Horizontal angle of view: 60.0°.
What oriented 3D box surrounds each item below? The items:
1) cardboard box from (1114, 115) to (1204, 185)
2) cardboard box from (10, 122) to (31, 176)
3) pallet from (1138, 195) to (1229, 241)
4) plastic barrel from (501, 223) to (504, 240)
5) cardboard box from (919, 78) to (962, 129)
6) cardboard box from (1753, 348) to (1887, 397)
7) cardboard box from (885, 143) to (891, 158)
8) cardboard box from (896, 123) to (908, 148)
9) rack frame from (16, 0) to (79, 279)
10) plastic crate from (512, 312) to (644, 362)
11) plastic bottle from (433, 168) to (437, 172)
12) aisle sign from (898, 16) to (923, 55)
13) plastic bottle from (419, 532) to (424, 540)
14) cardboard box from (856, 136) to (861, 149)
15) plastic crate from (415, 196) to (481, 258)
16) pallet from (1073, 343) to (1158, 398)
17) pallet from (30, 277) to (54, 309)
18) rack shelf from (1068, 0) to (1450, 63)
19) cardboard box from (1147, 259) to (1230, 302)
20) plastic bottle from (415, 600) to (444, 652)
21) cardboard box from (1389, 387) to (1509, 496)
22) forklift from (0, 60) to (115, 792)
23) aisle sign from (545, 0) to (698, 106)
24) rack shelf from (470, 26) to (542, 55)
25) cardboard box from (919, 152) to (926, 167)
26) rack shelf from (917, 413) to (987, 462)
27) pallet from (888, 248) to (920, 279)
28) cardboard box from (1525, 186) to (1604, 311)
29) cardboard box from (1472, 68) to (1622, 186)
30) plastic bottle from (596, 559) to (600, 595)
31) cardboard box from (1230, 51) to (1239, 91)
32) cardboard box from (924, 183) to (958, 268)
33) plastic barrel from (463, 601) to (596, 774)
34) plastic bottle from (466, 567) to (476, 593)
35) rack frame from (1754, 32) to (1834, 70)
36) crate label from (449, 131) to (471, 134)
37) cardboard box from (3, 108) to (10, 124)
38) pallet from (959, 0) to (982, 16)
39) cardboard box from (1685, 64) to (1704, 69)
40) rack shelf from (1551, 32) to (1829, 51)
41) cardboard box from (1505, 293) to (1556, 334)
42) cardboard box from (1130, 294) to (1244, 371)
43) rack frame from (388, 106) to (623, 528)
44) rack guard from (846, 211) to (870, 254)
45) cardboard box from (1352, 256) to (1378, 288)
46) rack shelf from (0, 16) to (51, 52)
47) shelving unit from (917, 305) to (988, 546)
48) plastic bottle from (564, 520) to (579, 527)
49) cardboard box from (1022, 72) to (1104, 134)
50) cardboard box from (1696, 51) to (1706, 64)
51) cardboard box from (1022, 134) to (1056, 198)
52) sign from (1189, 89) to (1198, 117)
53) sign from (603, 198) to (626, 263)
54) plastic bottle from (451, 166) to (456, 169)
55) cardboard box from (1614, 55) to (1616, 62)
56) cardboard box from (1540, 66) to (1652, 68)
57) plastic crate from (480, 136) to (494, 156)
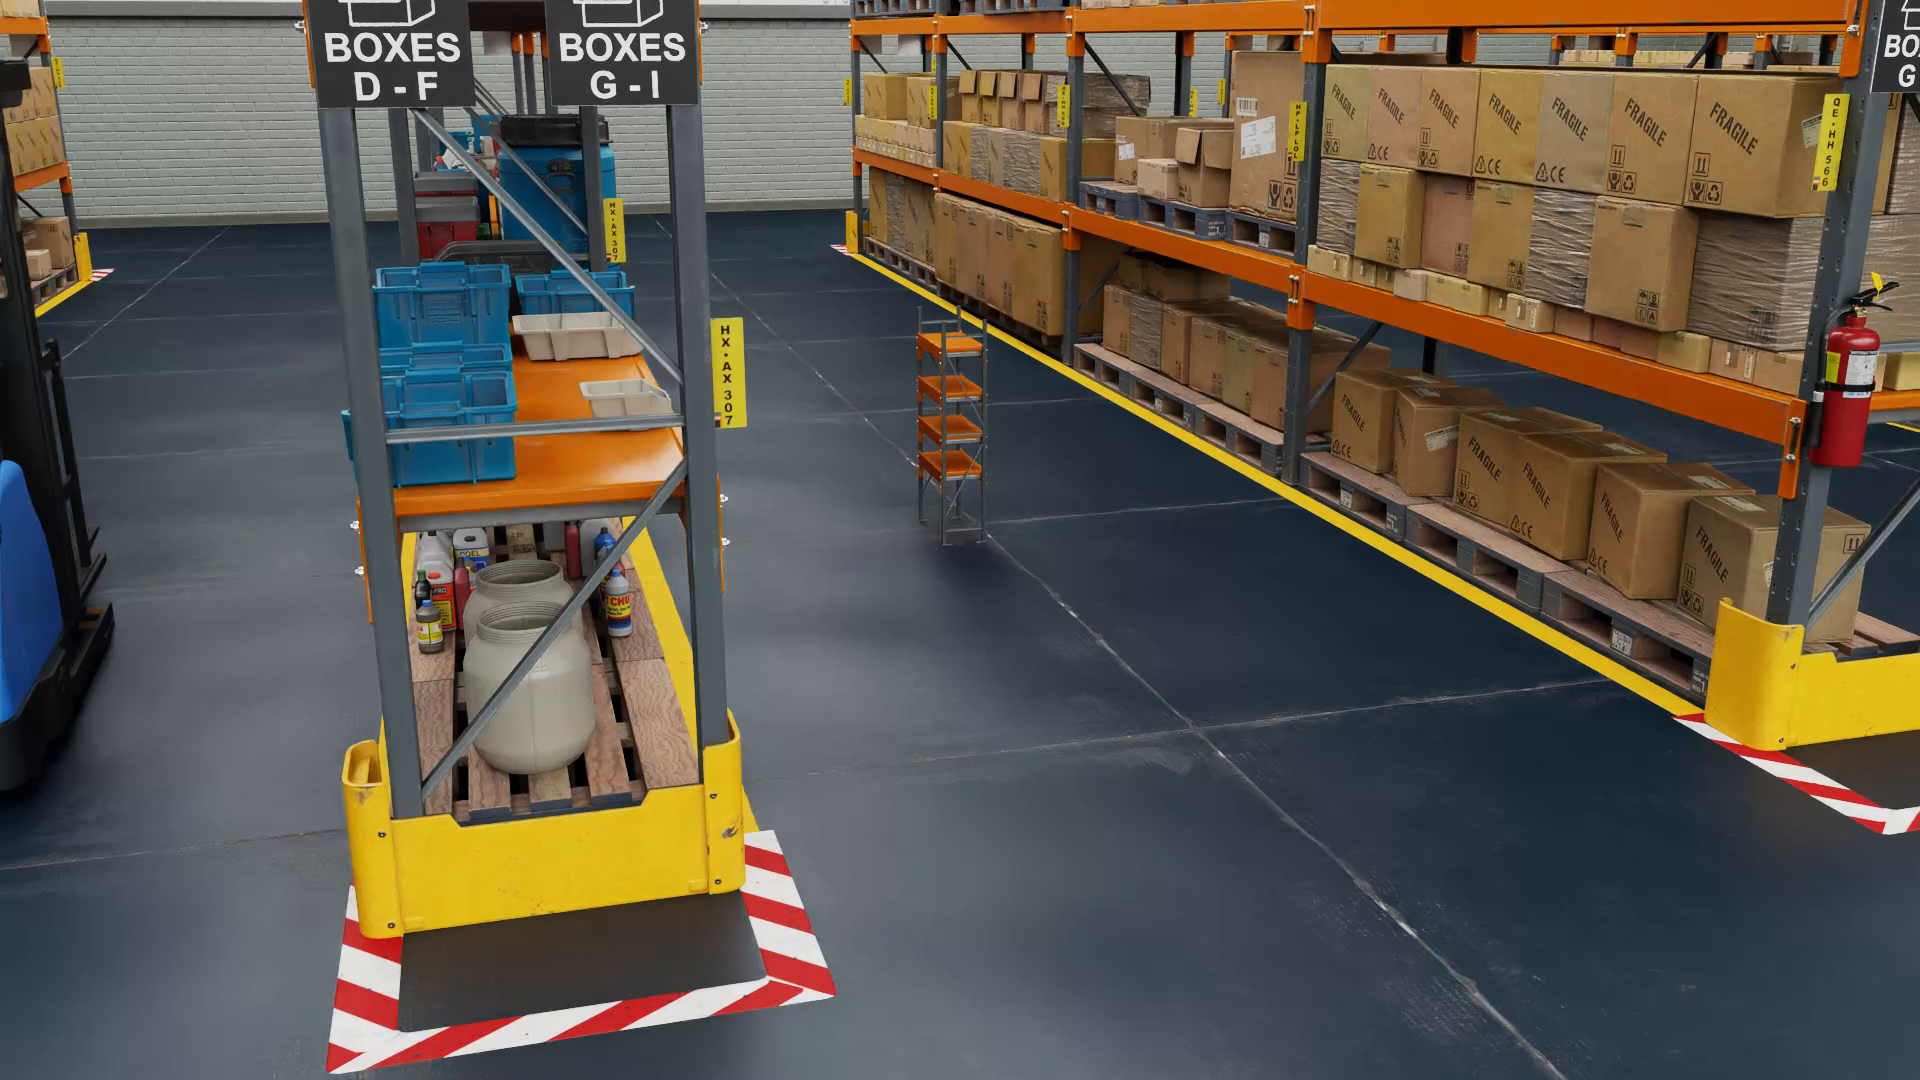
[{"bbox_3d":[1.538,-3.022,12.895,0.500,0.500,0.500,-7,18,-22],"label":"cardboard box"},{"bbox_3d":[-9.573,-3.874,16.462,0.500,0.500,0.500,-5,17,-16],"label":"cardboard box"},{"bbox_3d":[1.934,-2.283,11.672,1.003,0.211,1.213,-5,17,-15],"label":"pallet"},{"bbox_3d":[-2.528,-1.733,9.748,0.301,0.262,0.301,0,17,0],"label":"plastic barrel"},{"bbox_3d":[-0.132,-4.561,17.363,0.500,0.500,0.500,-4,17,-14],"label":"cardboard box"},{"bbox_3d":[3.273,-0.648,6.334,0.380,0.149,0.250,-5,17,-15],"label":"cardboard box"},{"bbox_3d":[-0.644,-4.462,19.029,0.380,0.149,0.250,-5,17,-17],"label":"cardboard box"},{"bbox_3d":[-0.407,-4.482,18.402,0.500,0.250,0.500,-4,17,-14],"label":"cardboard box"},{"bbox_3d":[-10.374,-4.350,18.219,1.000,3.000,0.127,-5,17,-15],"label":"rack frame"},{"bbox_3d":[-1.622,-0.866,7.078,0.530,0.136,0.437,-5,17,-15],"label":"plastic crate"},{"bbox_3d":[-4.247,-2.866,13.482,0.061,0.283,0.133,-5,17,-15],"label":"plastic bottle"},{"bbox_3d":[-0.579,-6.421,20.594,0.394,0.787,0.004,-5,17,-15],"label":"aisle sign"},{"bbox_3d":[-2.432,0.026,7.607,0.061,0.283,0.133,-4,17,-13],"label":"plastic bottle"},{"bbox_3d":[-1.067,-4.887,20.445,0.380,0.149,0.250,-4,17,-15],"label":"cardboard box"},{"bbox_3d":[-2.739,-1.562,8.825,0.402,0.464,0.583,-5,17,-15],"label":"plastic crate"},{"bbox_3d":[1.564,-1.367,13.137,1.003,0.211,1.213,-5,17,-15],"label":"pallet"},{"bbox_3d":[-9.801,-2.436,16.695,1.003,0.211,1.213,-5,17,-15],"label":"pallet"},{"bbox_3d":[1.900,-3.458,11.286,1.077,0.370,4.000,-5,17,-15],"label":"rack shelf"},{"bbox_3d":[1.719,-1.963,12.550,0.500,0.250,0.500,-3,17,-9],"label":"cardboard box"},{"bbox_3d":[-2.139,0.341,6.701,0.097,0.201,0.097,0,17,0],"label":"plastic bottle"},{"bbox_3d":[2.686,-0.545,9.168,0.500,0.500,0.500,1,17,2],"label":"cardboard box"},{"bbox_3d":[-4.233,-0.830,6.619,1.130,2.935,3.031,-5,18,-17],"label":"forklift"},{"bbox_3d":[-0.911,-1.563,4.422,0.394,0.787,0.004,-5,17,-15],"label":"aisle sign"},{"bbox_3d":[-3.961,-4.173,13.666,1.077,0.370,4.000,-5,17,-15],"label":"rack shelf"},{"bbox_3d":[-0.218,-4.035,17.608,0.380,0.149,0.250,-4,17,-14],"label":"cardboard box"},{"bbox_3d":[-0.045,-0.556,8.951,0.258,0.148,0.480,-5,17,-15],"label":"rack shelf"},{"bbox_3d":[-0.221,-3.245,19.387,1.003,0.211,1.213,-5,17,-15],"label":"pallet"},{"bbox_3d":[3.076,-1.321,7.446,0.875,0.500,0.500,-5,17,-15],"label":"cardboard box"},{"bbox_3d":[2.753,-1.923,7.712,0.500,0.500,0.500,-5,17,-15],"label":"cardboard box"},{"bbox_3d":[-1.560,0.139,7.375,0.097,0.201,0.097,0,17,0],"label":"plastic bottle"},{"bbox_3d":[3.817,-6.020,21.351,0.500,0.500,0.500,-5,17,-16],"label":"cardboard box"},{"bbox_3d":[0.147,-3.398,18.014,0.875,0.875,0.875,-5,17,-15],"label":"cardboard box"},{"bbox_3d":[-1.467,0.500,5.669,0.421,0.512,0.421,0,17,0],"label":"plastic barrel"},{"bbox_3d":[-2.105,0.216,7.118,0.097,0.201,0.097,0,17,0],"label":"plastic bottle"},{"bbox_3d":[9.780,-4.809,19.748,1.000,3.000,0.127,-5,17,-15],"label":"rack frame"},{"bbox_3d":[-5.859,-4.595,19.221,0.416,0.233,0.303,-5,17,-15],"label":"crate label"},{"bbox_3d":[-9.416,-4.208,15.834,0.500,0.500,0.500,-5,17,-17],"label":"cardboard box"},{"bbox_3d":[0.551,-5.121,15.904,0.805,0.209,1.217,-5,18,-17],"label":"pallet"},{"bbox_3d":[9.253,-5.585,20.421,0.500,0.500,0.500,-5,17,-16],"label":"cardboard box"},{"bbox_3d":[9.230,-6.454,21.261,1.077,0.370,4.000,-5,17,-15],"label":"rack shelf"},{"bbox_3d":[2.759,-1.055,7.687,0.380,0.149,0.250,-5,17,-15],"label":"cardboard box"},{"bbox_3d":[1.719,-1.597,12.633,0.700,0.500,0.500,-6,18,-20],"label":"cardboard box"},{"bbox_3d":[-2.312,-1.421,8.469,1.000,3.000,0.127,-5,17,-15],"label":"rack frame"},{"bbox_3d":[-0.854,-3.941,21.205,1.175,0.500,0.348,-5,17,-15],"label":"rack guard"},{"bbox_3d":[2.371,-1.472,9.075,0.380,0.149,0.250,-5,17,-15],"label":"cardboard box"},{"bbox_3d":[-9.824,-4.889,16.049,1.077,0.370,4.000,-5,17,-15],"label":"rack shelf"},{"bbox_3d":[-0.045,-0.620,8.932,0.258,1.200,0.503,-5,17,-15],"label":"shelving unit"},{"bbox_3d":[-1.808,-0.018,7.755,0.061,0.283,0.133,-5,17,-15],"label":"plastic bottle"},{"bbox_3d":[0.989,-3.831,14.576,0.797,0.503,0.637,-4,17,-14],"label":"cardboard box"},{"bbox_3d":[9.275,-5.926,20.428,0.380,0.149,0.250,-5,17,-16],"label":"cardboard box"},{"bbox_3d":[0.845,-3.222,14.292,0.500,0.500,0.500,-5,17,-16],"label":"cardboard box"},{"bbox_3d":[1.870,-3.481,13.452,0.100,0.325,0.005,-5,17,-15],"label":"sign"},{"bbox_3d":[-1.780,-1.594,8.564,0.100,0.325,0.005,-5,17,-15],"label":"sign"},{"bbox_3d":[-4.159,-2.929,13.690,0.061,0.283,0.133,-5,17,-15],"label":"plastic bottle"},{"bbox_3d":[8.826,-6.345,21.822,0.380,0.149,0.250,-5,17,-15],"label":"cardboard box"},{"bbox_3d":[3.113,-2.103,8.309,0.500,0.500,0.500,-5,17,-15],"label":"cardboard box"},{"bbox_3d":[-4.753,-4.043,17.299,0.437,0.282,0.530,-5,17,-15],"label":"plastic crate"}]
